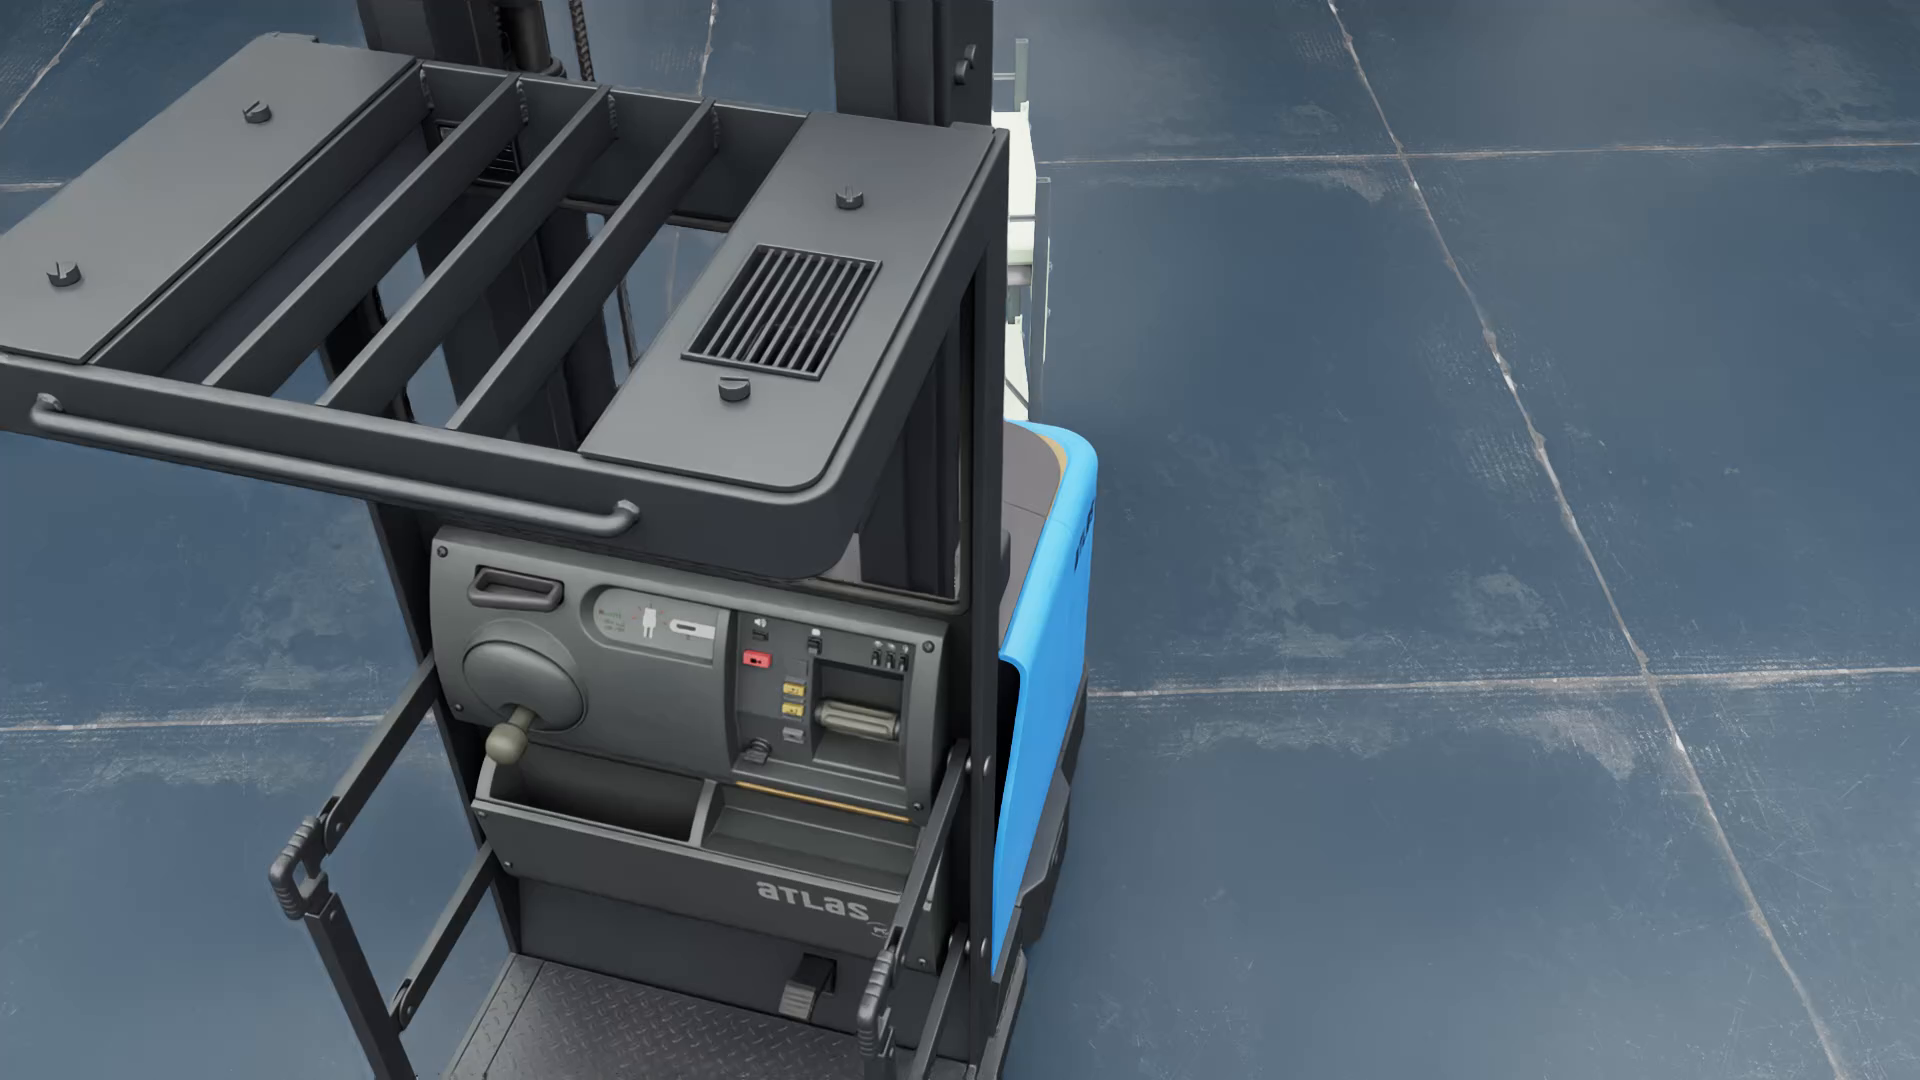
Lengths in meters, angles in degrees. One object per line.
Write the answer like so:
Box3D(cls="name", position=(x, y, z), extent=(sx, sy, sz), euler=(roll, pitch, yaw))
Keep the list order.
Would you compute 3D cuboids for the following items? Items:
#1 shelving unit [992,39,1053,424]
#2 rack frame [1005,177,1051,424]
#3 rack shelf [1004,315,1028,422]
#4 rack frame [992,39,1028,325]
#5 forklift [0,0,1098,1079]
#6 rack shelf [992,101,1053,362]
Box3D(cls="shelving unit", position=(0.000, -0.548, 4.738), extent=(0.431, 1.500, 0.755), euler=(-2, 43, -2))
Box3D(cls="rack frame", position=(0.016, -0.301, 4.469), extent=(0.400, 1.500, 0.023), euler=(-2, 43, -2))
Box3D(cls="rack shelf", position=(0.000, -0.308, 4.959), extent=(0.431, 0.370, 0.720), euler=(-2, 43, -2))
Box3D(cls="rack frame", position=(-0.015, -0.795, 5.008), extent=(0.400, 1.500, 0.023), euler=(-2, 43, -2))
Box3D(cls="forklift", position=(-0.537, 0.330, 2.721), extent=(1.130, 2.935, 3.031), euler=(10, 44, 11))
Box3D(cls="rack shelf", position=(0.000, -0.836, 4.475), extent=(0.431, 0.370, 0.720), euler=(-2, 43, -2))
